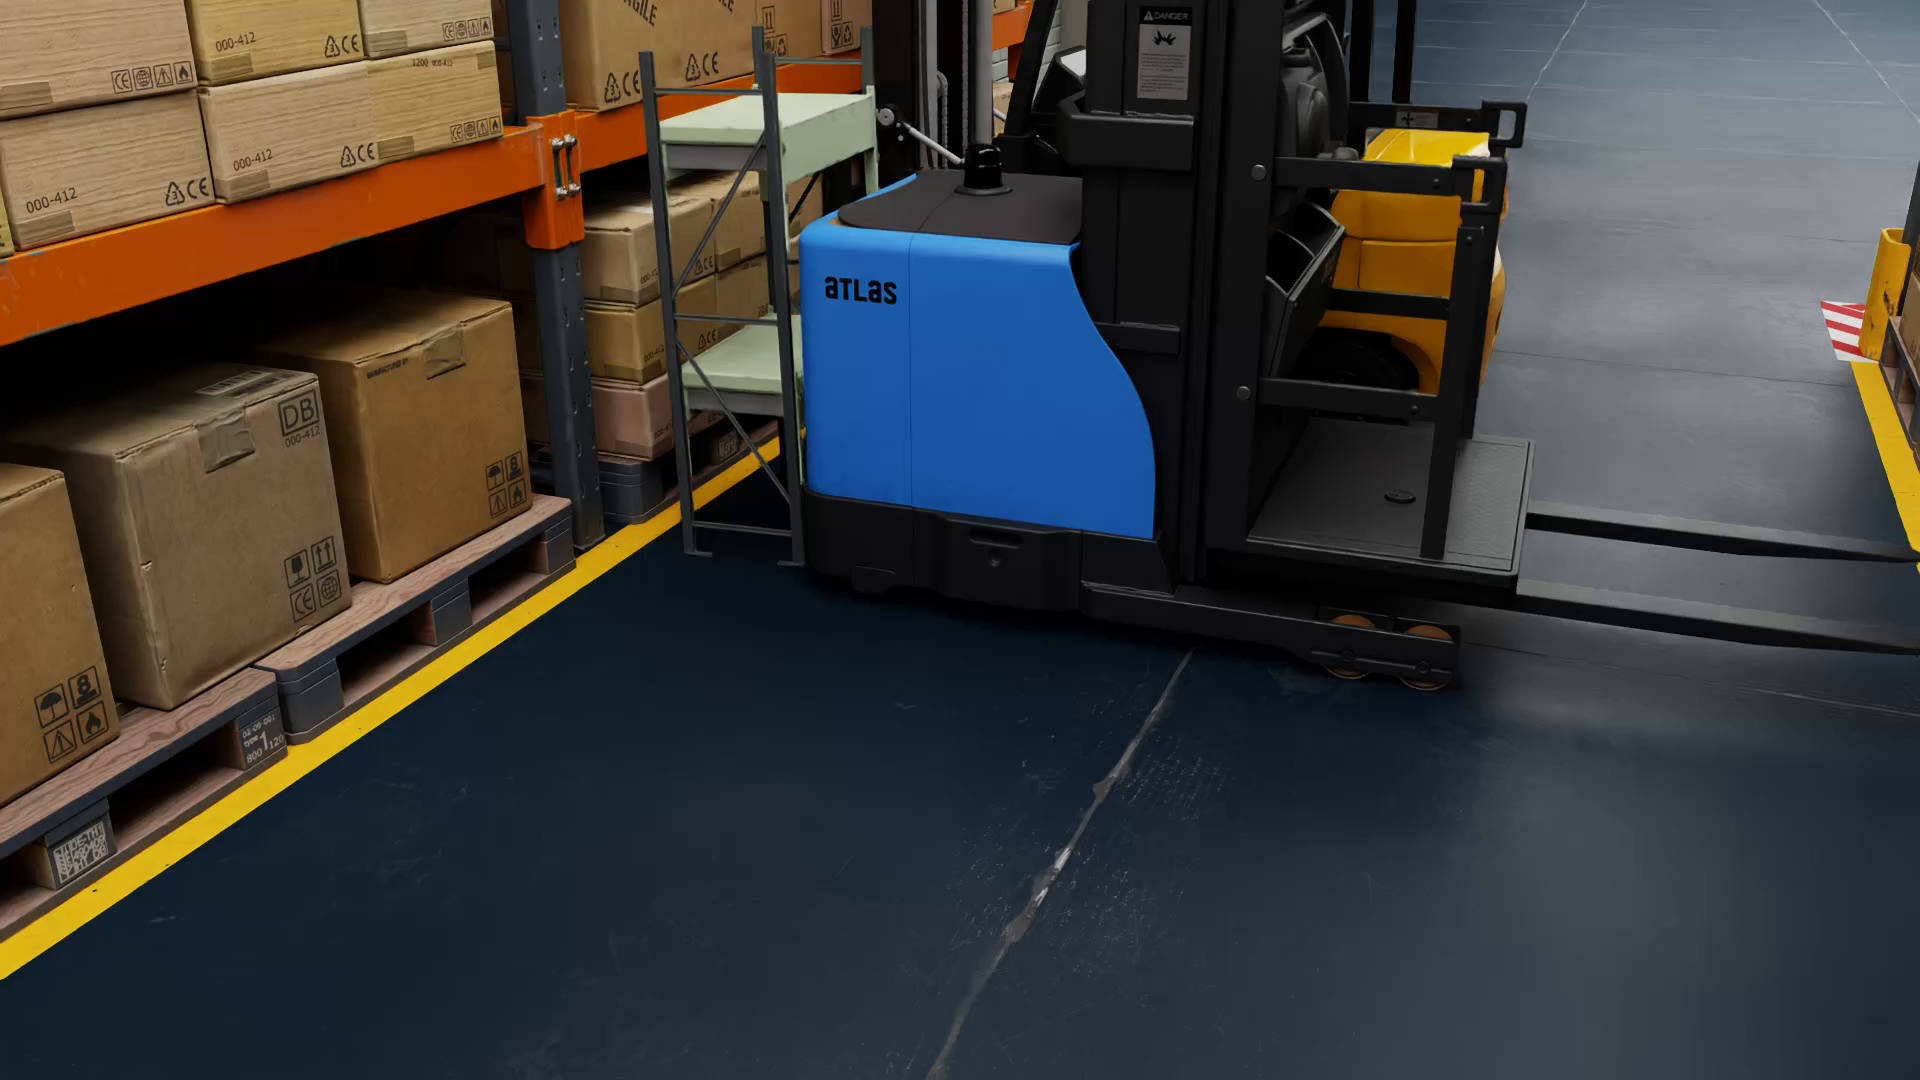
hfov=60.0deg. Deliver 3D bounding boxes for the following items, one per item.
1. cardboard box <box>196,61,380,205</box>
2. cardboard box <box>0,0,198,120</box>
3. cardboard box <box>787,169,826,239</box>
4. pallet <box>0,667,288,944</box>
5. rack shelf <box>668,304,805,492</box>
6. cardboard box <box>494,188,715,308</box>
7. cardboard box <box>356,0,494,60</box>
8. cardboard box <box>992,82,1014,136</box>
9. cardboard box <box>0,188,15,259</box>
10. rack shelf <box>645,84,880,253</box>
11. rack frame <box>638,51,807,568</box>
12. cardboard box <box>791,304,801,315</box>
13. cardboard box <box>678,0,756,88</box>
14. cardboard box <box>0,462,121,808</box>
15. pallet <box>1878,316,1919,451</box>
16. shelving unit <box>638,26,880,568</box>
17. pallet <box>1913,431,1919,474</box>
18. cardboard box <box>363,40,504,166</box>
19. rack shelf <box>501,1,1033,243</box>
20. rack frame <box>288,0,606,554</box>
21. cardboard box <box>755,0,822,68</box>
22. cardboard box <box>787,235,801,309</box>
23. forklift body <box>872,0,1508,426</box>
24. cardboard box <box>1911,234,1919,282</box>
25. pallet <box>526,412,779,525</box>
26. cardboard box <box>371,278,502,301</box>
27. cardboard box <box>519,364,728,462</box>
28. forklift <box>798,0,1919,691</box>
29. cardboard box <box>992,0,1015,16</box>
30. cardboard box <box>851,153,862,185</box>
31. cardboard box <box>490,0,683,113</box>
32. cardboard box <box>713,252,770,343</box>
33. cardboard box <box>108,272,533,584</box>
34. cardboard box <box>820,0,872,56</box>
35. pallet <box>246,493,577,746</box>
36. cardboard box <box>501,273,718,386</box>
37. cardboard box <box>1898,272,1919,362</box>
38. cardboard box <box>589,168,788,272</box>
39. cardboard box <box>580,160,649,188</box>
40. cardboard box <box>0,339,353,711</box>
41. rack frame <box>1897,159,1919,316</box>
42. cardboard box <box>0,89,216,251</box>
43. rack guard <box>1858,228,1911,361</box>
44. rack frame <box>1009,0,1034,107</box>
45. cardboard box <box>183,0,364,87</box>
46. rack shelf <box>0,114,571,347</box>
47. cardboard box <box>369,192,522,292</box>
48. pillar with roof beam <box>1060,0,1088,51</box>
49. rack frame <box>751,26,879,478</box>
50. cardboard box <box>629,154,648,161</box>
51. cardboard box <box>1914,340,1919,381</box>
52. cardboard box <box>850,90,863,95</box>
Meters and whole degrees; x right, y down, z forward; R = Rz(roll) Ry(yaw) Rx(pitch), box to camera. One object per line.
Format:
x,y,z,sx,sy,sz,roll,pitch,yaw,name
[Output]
-1.731,-0.968,3.870,0.500,0.250,0.500,9,24,20,cardboard box
-1.930,-1.018,3.341,0.500,0.250,0.500,9,24,21,cardboard box
-0.761,-1.312,6.223,0.500,0.250,0.500,10,25,22,cardboard box
-2.295,0.558,3.640,1.003,0.211,1.213,9,24,20,pallet
-0.552,-0.465,5.248,0.431,0.370,0.720,6,23,17,rack shelf
-1.135,-0.950,5.359,0.500,0.250,0.500,8,24,19,cardboard box
-1.551,-1.385,4.220,0.500,0.250,0.500,8,24,19,cardboard box
-0.001,-2.044,7.977,0.500,0.250,0.500,10,25,22,cardboard box
-2.129,-0.609,3.011,0.500,0.250,0.500,10,25,22,cardboard box
-0.569,-1.128,4.977,0.431,0.370,0.720,6,23,17,rack shelf
-0.674,-0.633,4.804,0.400,1.500,0.023,6,23,17,rack frame
-0.768,-0.856,6.431,0.500,0.250,0.500,9,24,21,cardboard box
-1.020,-1.792,5.519,0.500,0.500,0.500,9,24,21,cardboard box
-2.362,0.200,3.414,0.875,0.625,0.625,8,24,18,cardboard box
4.127,-0.558,6.313,1.003,0.211,1.213,9,24,20,pallet
-0.560,-0.766,5.125,0.431,1.500,0.755,6,23,17,shelving unit
3.673,-0.123,5.271,1.003,0.211,1.213,9,24,20,pallet
-1.550,-1.149,4.303,0.500,0.250,0.500,9,24,21,cardboard box
-0.863,-1.819,6.648,1.077,0.370,4.000,9,24,20,rack shelf
-1.606,-1.436,4.795,1.000,3.000,0.127,9,24,20,rack frame
-0.833,-1.973,5.953,0.500,0.500,0.500,9,24,20,cardboard box
-0.757,-1.079,6.316,0.500,0.250,0.500,9,24,20,cardboard box
0.870,-1.536,6.136,2.313,2.155,1.214,9,24,20,forklift body
3.925,-1.171,6.212,0.500,0.500,0.500,8,24,18,cardboard box
-1.271,-0.428,6.000,1.003,0.211,1.213,9,24,20,pallet
-1.615,-0.795,5.635,0.500,0.250,0.500,8,24,19,cardboard box
-1.118,-0.486,5.545,0.500,0.250,0.500,9,24,21,cardboard box
1.115,-1.192,4.300,3.031,2.935,1.130,8,24,18,forklift
-0.059,-2.700,7.691,0.500,0.500,0.500,8,24,19,cardboard box
-0.559,-1.498,6.671,0.500,0.250,0.500,8,24,19,cardboard box
-1.198,-1.603,5.067,0.500,0.500,0.500,8,24,19,cardboard box
-0.954,-0.901,5.889,0.500,0.250,0.500,9,24,20,cardboard box
-1.789,-0.345,4.721,0.875,0.625,0.625,10,25,22,cardboard box
-0.627,-2.150,6.377,0.500,0.500,0.500,9,24,20,cardboard box
-1.843,0.120,4.688,1.003,0.211,1.213,9,24,20,pallet
-1.139,-0.720,5.457,0.500,0.250,0.500,9,24,20,cardboard box
3.934,-0.834,6.377,0.500,0.250,0.500,9,24,20,cardboard box
-0.935,-1.132,5.793,0.500,0.250,0.500,9,24,20,cardboard box
-1.428,-1.209,5.979,0.500,0.250,0.500,8,24,19,cardboard box
-2.084,-0.069,4.059,0.875,0.625,0.625,9,24,20,cardboard box
4.490,-2.158,6.524,1.000,3.000,0.127,9,24,20,rack frame
-1.944,-0.795,3.455,0.500,0.250,0.500,9,24,20,cardboard box
4.462,-0.977,6.941,1.175,0.500,0.348,9,24,20,rack guard
-0.120,-2.867,8.222,1.000,3.000,0.127,9,24,20,rack frame
-1.735,-1.200,3.776,0.500,0.250,0.500,8,24,19,cardboard box
-2.348,-0.388,3.221,1.077,0.370,4.000,9,24,20,rack shelf
-1.602,-1.026,5.540,0.500,0.250,0.500,9,24,21,cardboard box
5.010,-7.046,10.443,9.100,9.000,0.400,9,24,20,pillar with roof beam
-0.445,-0.900,5.446,0.400,1.500,0.023,6,23,17,rack frame
-1.228,-1.388,6.408,0.500,0.250,0.500,9,24,20,cardboard box
3.737,-0.652,5.942,0.500,0.250,0.500,10,25,22,cardboard box
-0.656,-1.929,7.702,0.500,0.250,0.500,9,24,20,cardboard box
